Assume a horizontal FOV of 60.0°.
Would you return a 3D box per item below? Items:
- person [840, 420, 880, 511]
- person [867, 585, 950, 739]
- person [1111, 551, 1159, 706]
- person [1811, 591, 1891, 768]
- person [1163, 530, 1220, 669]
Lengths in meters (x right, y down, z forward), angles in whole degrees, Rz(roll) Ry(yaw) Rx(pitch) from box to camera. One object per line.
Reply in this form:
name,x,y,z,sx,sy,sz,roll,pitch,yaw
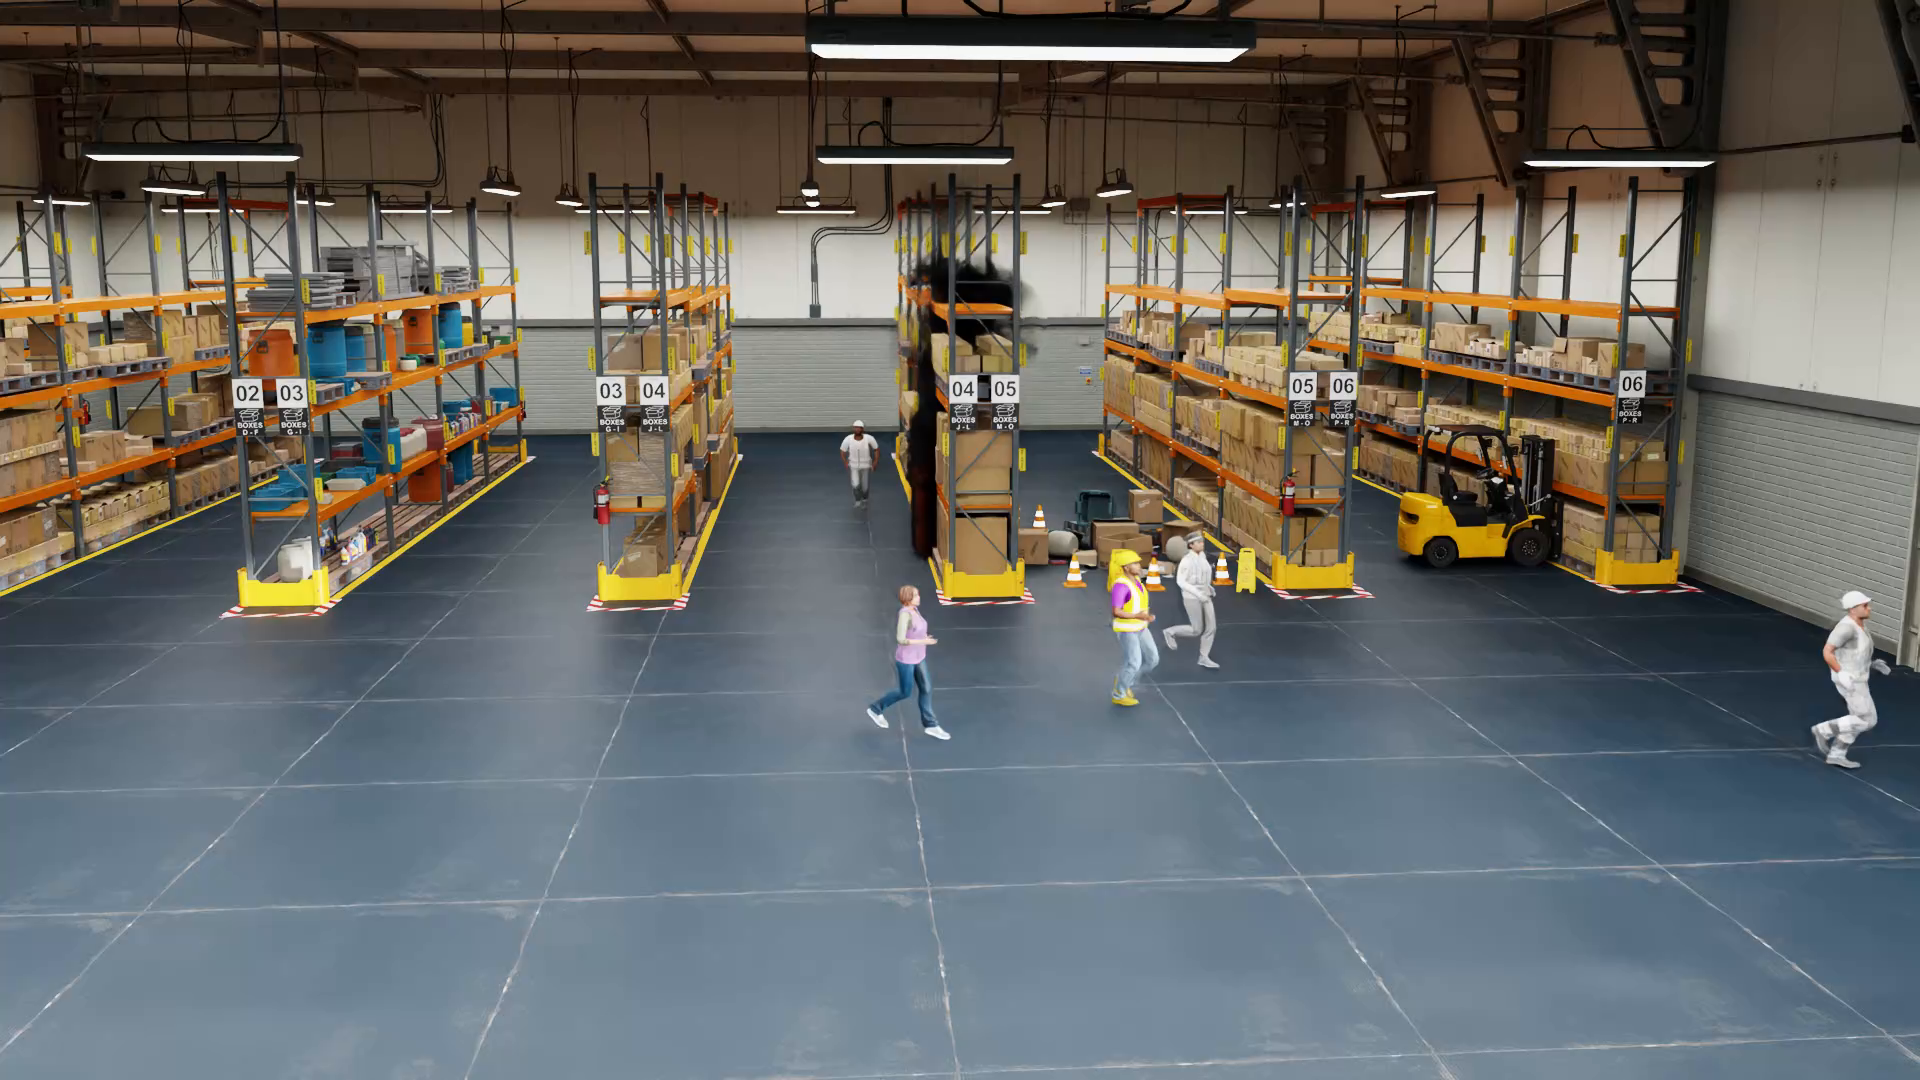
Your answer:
person,-1.838,-1.348,30.475,0.733,1.706,0.675,-1,10,-4
person,-0.531,1.238,17.008,0.879,1.597,0.540,3,11,19
person,1.924,0.968,18.176,0.597,1.721,0.686,6,12,30
person,8.617,1.352,16.054,0.593,1.738,0.660,9,13,40
person,2.841,0.691,20.080,0.758,1.662,0.633,9,13,41
